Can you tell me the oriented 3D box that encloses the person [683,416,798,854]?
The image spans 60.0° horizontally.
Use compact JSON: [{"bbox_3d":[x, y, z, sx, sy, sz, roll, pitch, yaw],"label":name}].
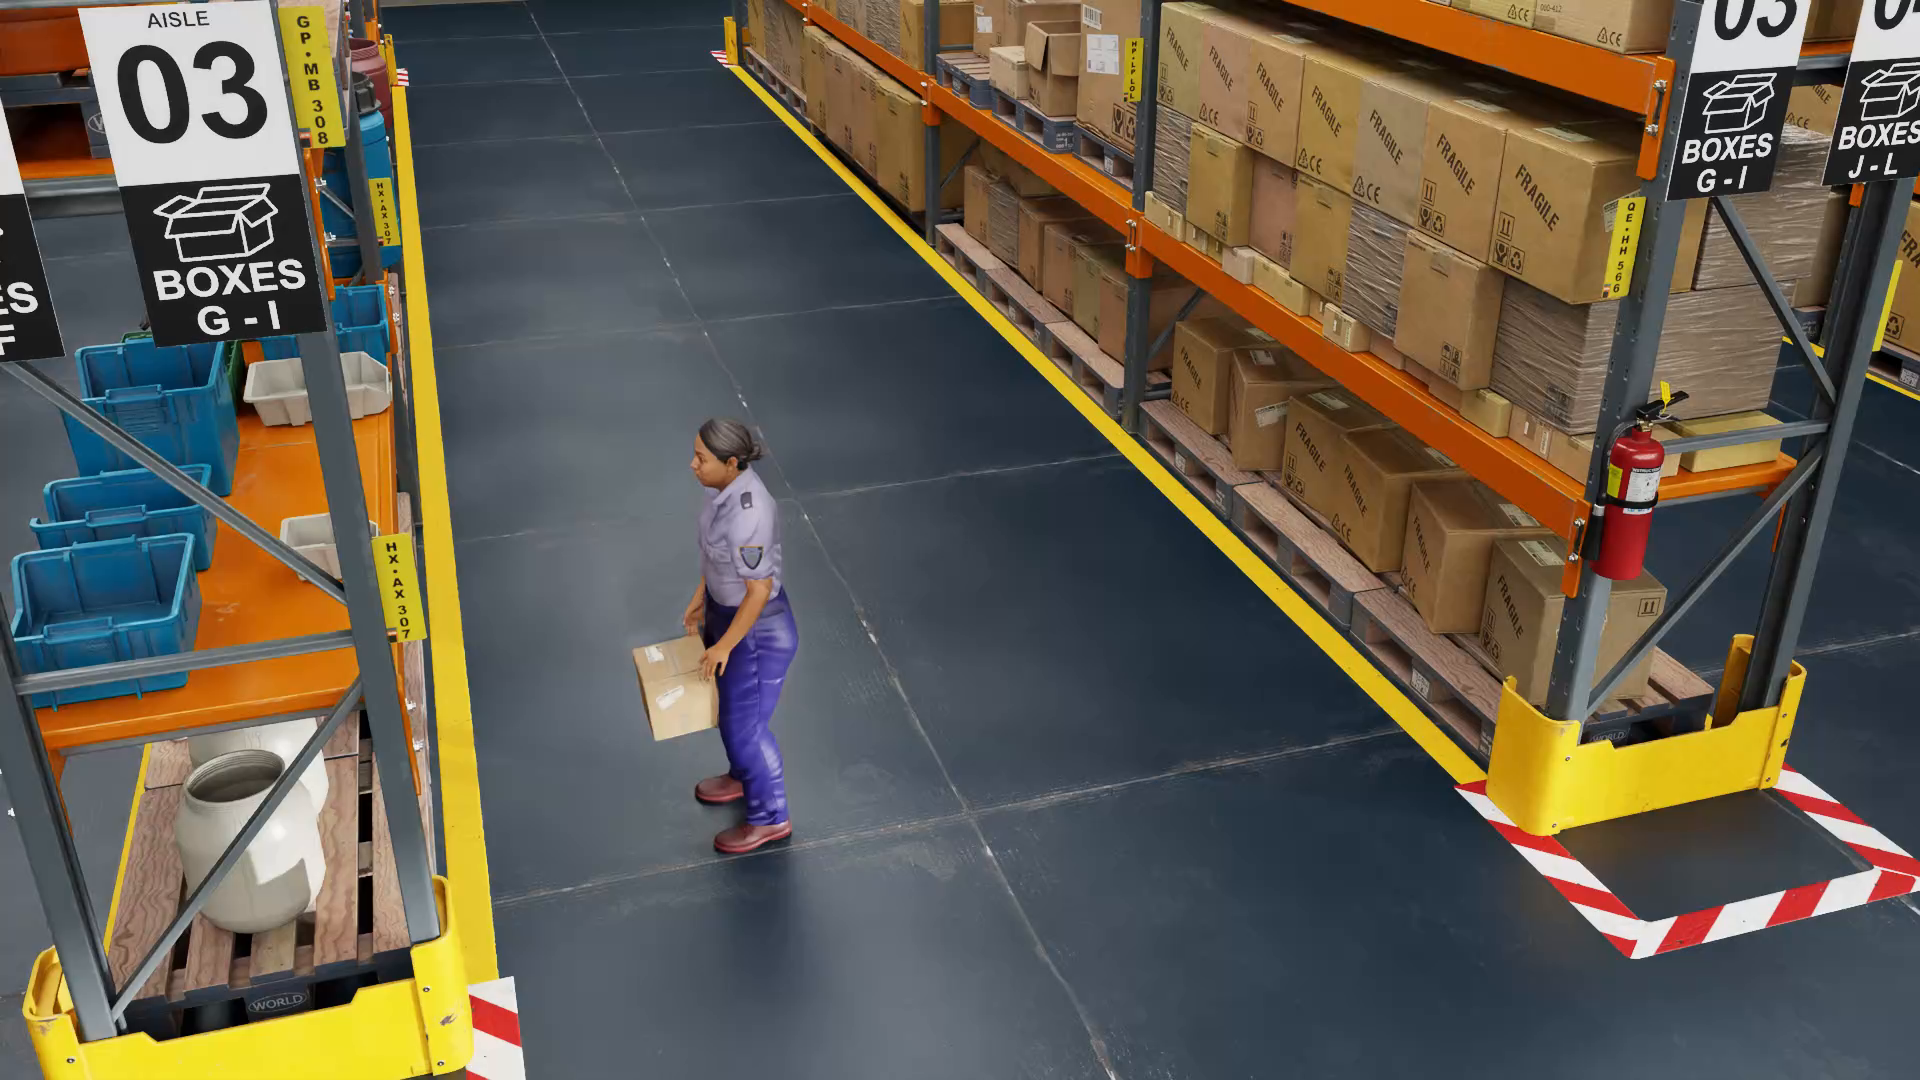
[{"bbox_3d":[-0.805,0.319,5.978,0.339,1.656,0.519,-9,28,-17],"label":"person"}]
